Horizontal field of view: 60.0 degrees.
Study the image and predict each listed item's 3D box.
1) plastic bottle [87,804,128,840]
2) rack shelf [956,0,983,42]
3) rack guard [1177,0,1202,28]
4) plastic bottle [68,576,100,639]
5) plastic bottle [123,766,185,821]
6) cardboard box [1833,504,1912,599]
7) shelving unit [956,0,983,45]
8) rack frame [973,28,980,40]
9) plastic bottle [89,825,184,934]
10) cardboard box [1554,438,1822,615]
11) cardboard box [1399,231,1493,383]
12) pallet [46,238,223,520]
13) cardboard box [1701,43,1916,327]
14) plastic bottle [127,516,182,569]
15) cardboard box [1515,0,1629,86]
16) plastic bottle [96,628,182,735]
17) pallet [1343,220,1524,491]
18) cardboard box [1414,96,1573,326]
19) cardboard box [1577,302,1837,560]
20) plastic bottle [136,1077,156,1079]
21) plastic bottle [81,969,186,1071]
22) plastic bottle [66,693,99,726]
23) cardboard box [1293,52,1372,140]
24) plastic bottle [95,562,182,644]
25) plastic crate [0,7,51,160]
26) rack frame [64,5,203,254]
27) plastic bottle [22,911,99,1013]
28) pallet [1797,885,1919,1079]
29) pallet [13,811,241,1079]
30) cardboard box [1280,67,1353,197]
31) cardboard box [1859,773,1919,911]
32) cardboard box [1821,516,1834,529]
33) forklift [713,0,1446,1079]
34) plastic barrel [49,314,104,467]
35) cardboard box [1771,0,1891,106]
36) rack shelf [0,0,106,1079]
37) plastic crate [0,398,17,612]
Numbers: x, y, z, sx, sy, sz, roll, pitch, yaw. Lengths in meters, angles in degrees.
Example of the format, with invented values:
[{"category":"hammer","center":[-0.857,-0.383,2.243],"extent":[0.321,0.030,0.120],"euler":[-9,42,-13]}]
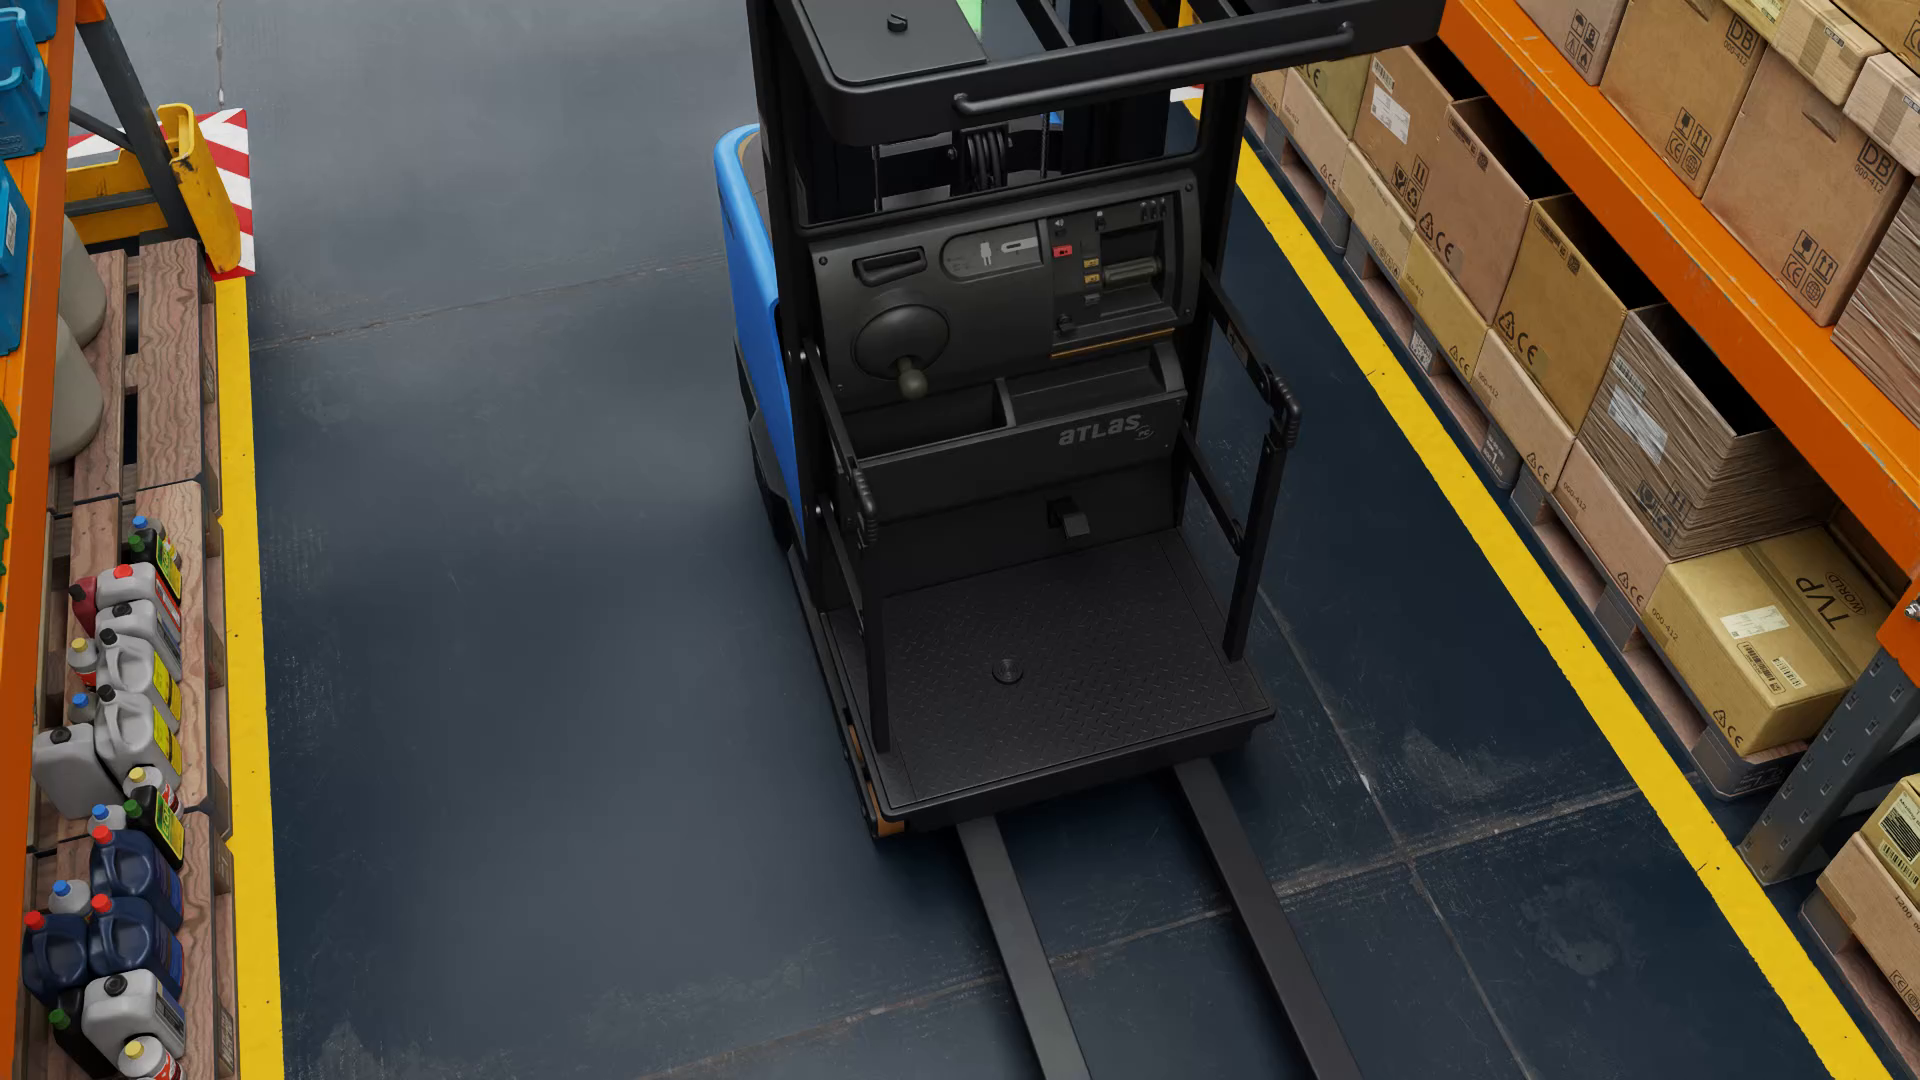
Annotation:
[{"category":"plastic bottle","center":[-2.100,0.744,4.157],"extent":[0.097,0.271,0.097],"euler":[0,50,0]},{"category":"rack shelf","center":[-0.056,-1.593,5.264],"extent":[0.258,0.148,0.480],"euler":[1,50,1]},{"category":"rack guard","center":[1.420,-2.323,6.882],"extent":[1.175,0.500,0.348],"euler":[-13,51,-11]},{"category":"plastic bottle","center":[-2.397,0.196,4.611],"extent":[0.061,0.283,0.133],"euler":[-13,51,-11]},{"category":"plastic bottle","center":[-2.082,0.654,4.279],"extent":[0.097,0.201,0.097],"euler":[0,50,0]},{"category":"cardboard box","center":[2.772,-0.090,4.398],"extent":[0.500,0.500,0.500],"euler":[-13,51,-11]},{"category":"shelving unit","center":[-0.056,-1.325,5.582],"extent":[0.258,1.200,0.503],"euler":[1,50,1]},{"category":"rack frame","center":[-0.062,-1.139,5.425],"extent":[0.240,1.200,0.015],"euler":[1,50,1]},{"category":"plastic bottle","center":[-2.021,0.818,4.043],"extent":[0.144,0.351,0.185],"euler":[-15,52,-13]},{"category":"cardboard box","center":[2.126,-0.096,4.893],"extent":[0.500,0.250,0.500],"euler":[-13,51,-11]},{"category":"cardboard box","center":[1.815,-0.823,5.506],"extent":[0.500,0.250,0.500],"euler":[-13,51,-11]},{"category":"pallet","center":[-3.003,-0.456,5.497],"extent":[1.003,0.211,1.213],"euler":[-13,51,-11]},{"category":"cardboard box","center":[2.311,-0.929,4.006],"extent":[0.700,0.500,0.500],"euler":[-14,51,-11]},{"category":"plastic bottle","center":[-2.344,0.008,4.824],"extent":[0.097,0.201,0.097],"euler":[0,50,0]},{"category":"cardboard box","center":[2.013,-1.670,4.631],"extent":[0.700,0.500,0.500],"euler":[-12,51,-10]},{"category":"plastic bottle","center":[-2.202,0.372,4.420],"extent":[0.144,0.351,0.185],"euler":[-11,51,-9]},{"category":"pallet","center":[2.050,-0.774,5.765],"extent":[1.003,0.211,1.213],"euler":[-13,51,-11]},{"category":"cardboard box","center":[1.814,-1.064,5.219],"extent":[0.500,0.500,0.500],"euler":[-13,51,-11]},{"category":"cardboard box","center":[2.127,-0.338,4.606],"extent":[0.500,0.500,0.500],"euler":[-13,51,-11]},{"category":"plastic bottle","center":[-1.828,1.281,3.751],"extent":[0.097,0.201,0.097],"euler":[0,50,0]},{"category":"plastic bottle","center":[-1.920,1.101,3.853],"extent":[0.152,0.276,0.135],"euler":[-12,51,-10]},{"category":"plastic bottle","center":[-2.304,0.479,4.427],"extent":[0.097,0.201,0.097],"euler":[0,50,0]},{"category":"cardboard box","center":[1.523,-1.796,5.835],"extent":[0.500,0.500,0.500],"euler":[-13,51,-11]},{"category":"plastic bottle","center":[-2.296,0.174,4.635],"extent":[0.152,0.276,0.135],"euler":[-13,51,-11]},{"category":"plastic crate","center":[-2.685,-1.173,4.374],"extent":[0.499,0.251,0.408],"euler":[-13,51,-11]},{"category":"rack frame","center":[-3.306,-1.994,4.969],"extent":[1.000,3.000,0.127],"euler":[-13,51,-11]},{"category":"plastic bottle","center":[-2.103,0.988,3.900],"extent":[0.144,0.351,0.185],"euler":[-13,51,-11]},{"category":"pallet","center":[2.865,1.238,4.068],"extent":[1.003,0.211,1.213],"euler":[-13,51,-11]},{"category":"pallet","center":[-2.282,1.326,3.994],"extent":[1.003,0.211,1.213],"euler":[-13,51,-11]},{"category":"cardboard box","center":[1.525,-1.554,6.122],"extent":[0.500,0.250,0.500],"euler":[-13,51,-11]},{"category":"cardboard box","center":[2.494,0.738,3.823],"extent":[0.500,0.311,0.500],"euler":[-13,51,-11]},{"category":"cardboard box","center":[2.619,-0.213,4.991],"extent":[0.500,0.250,0.500],"euler":[-13,51,-11]},{"category":"forklift","center":[0.187,-0.485,3.742],"extent":[1.130,2.935,3.031],"euler":[-13,51,-11]},{"category":"plastic barrel","center":[-2.890,-0.498,5.061],"extent":[0.421,0.512,0.421],"euler":[0,50,0]},{"category":"cardboard box","center":[2.095,-1.145,3.764],"extent":[0.380,0.149,0.250],"euler":[-13,51,-11]},{"category":"rack shelf","center":[-2.714,-0.302,4.013],"extent":[1.077,0.370,4.000],"euler":[-13,51,-11]},{"category":"plastic crate","center":[-2.255,-0.060,3.477],"extent":[0.450,0.188,0.662],"euler":[-13,51,-11]}]
